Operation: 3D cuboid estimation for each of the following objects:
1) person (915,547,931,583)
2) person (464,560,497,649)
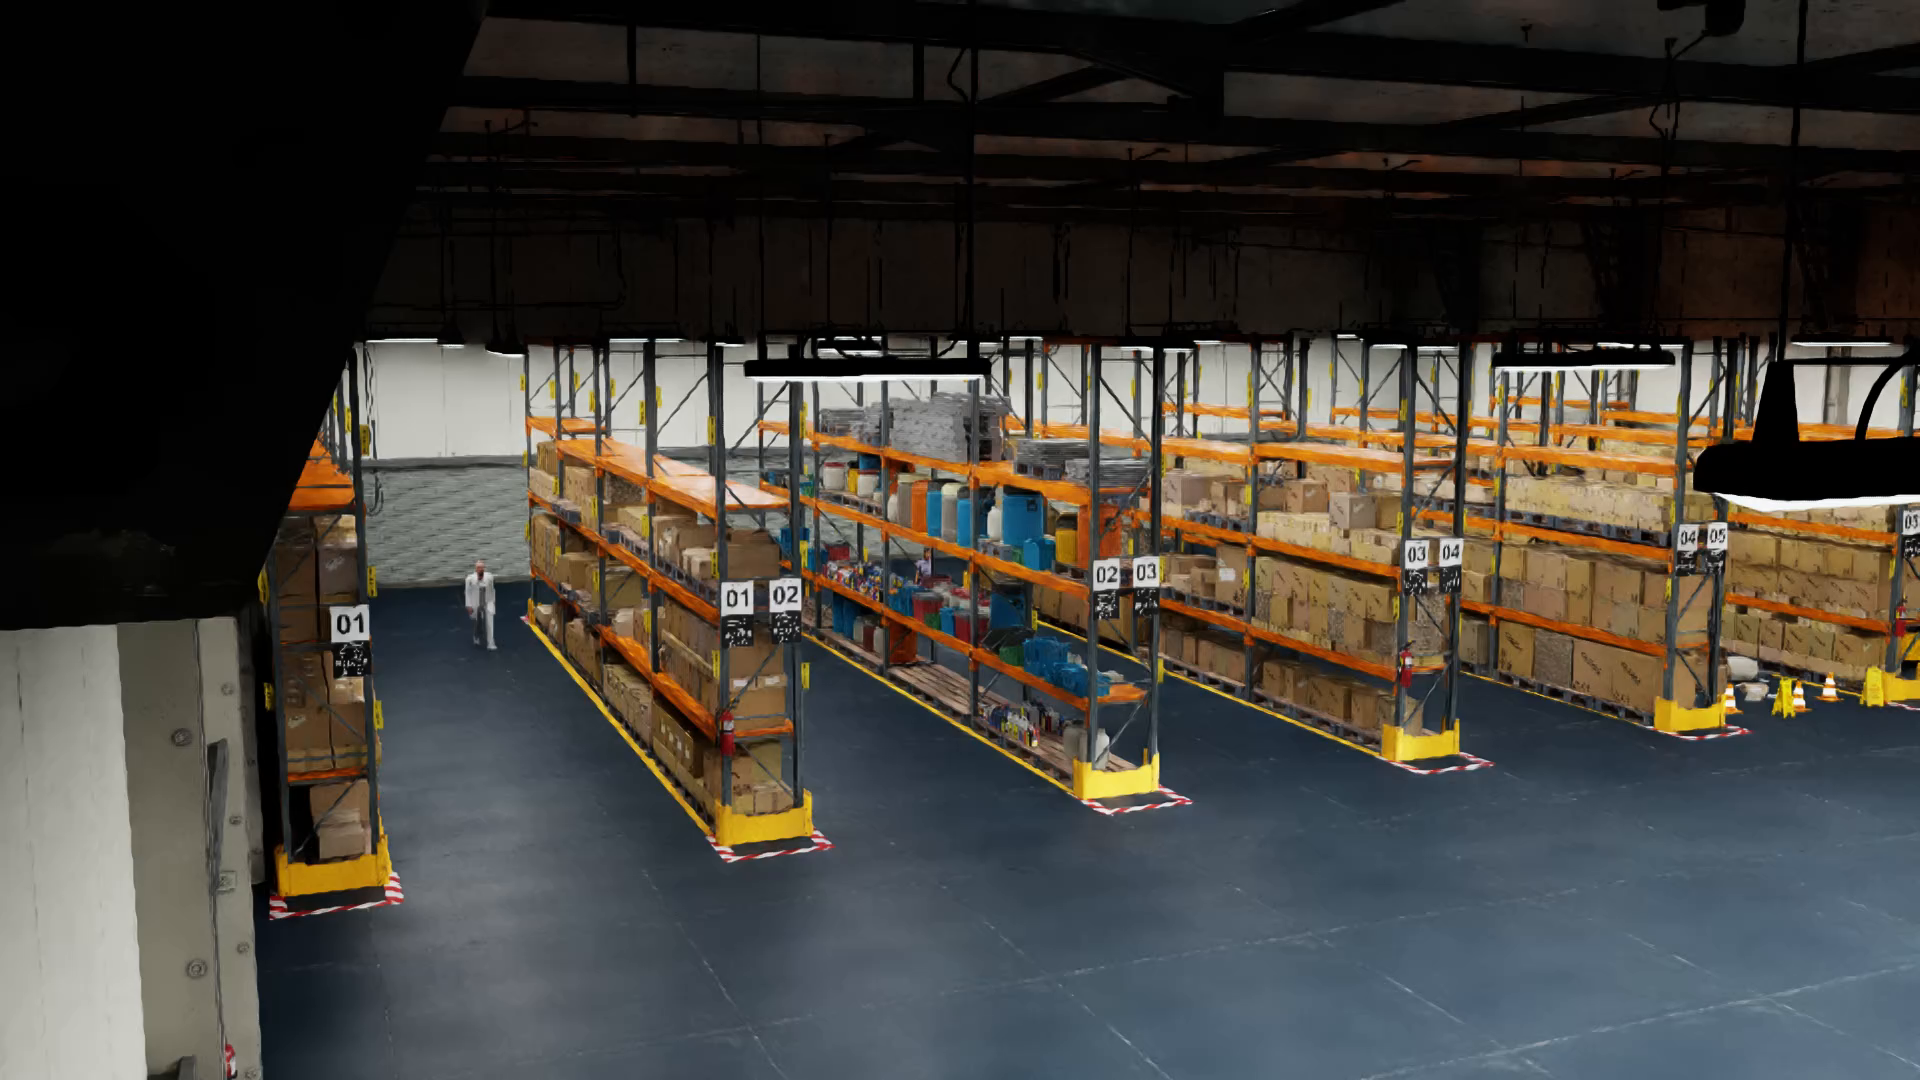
[{"bbox_3d":[-0.719,0.921,34.802,0.479,1.564,1.090,-3,8,-20],"label":"person"},{"bbox_3d":[-9.210,1.227,31.962,0.591,1.698,1.194,-3,8,-20],"label":"person"}]
